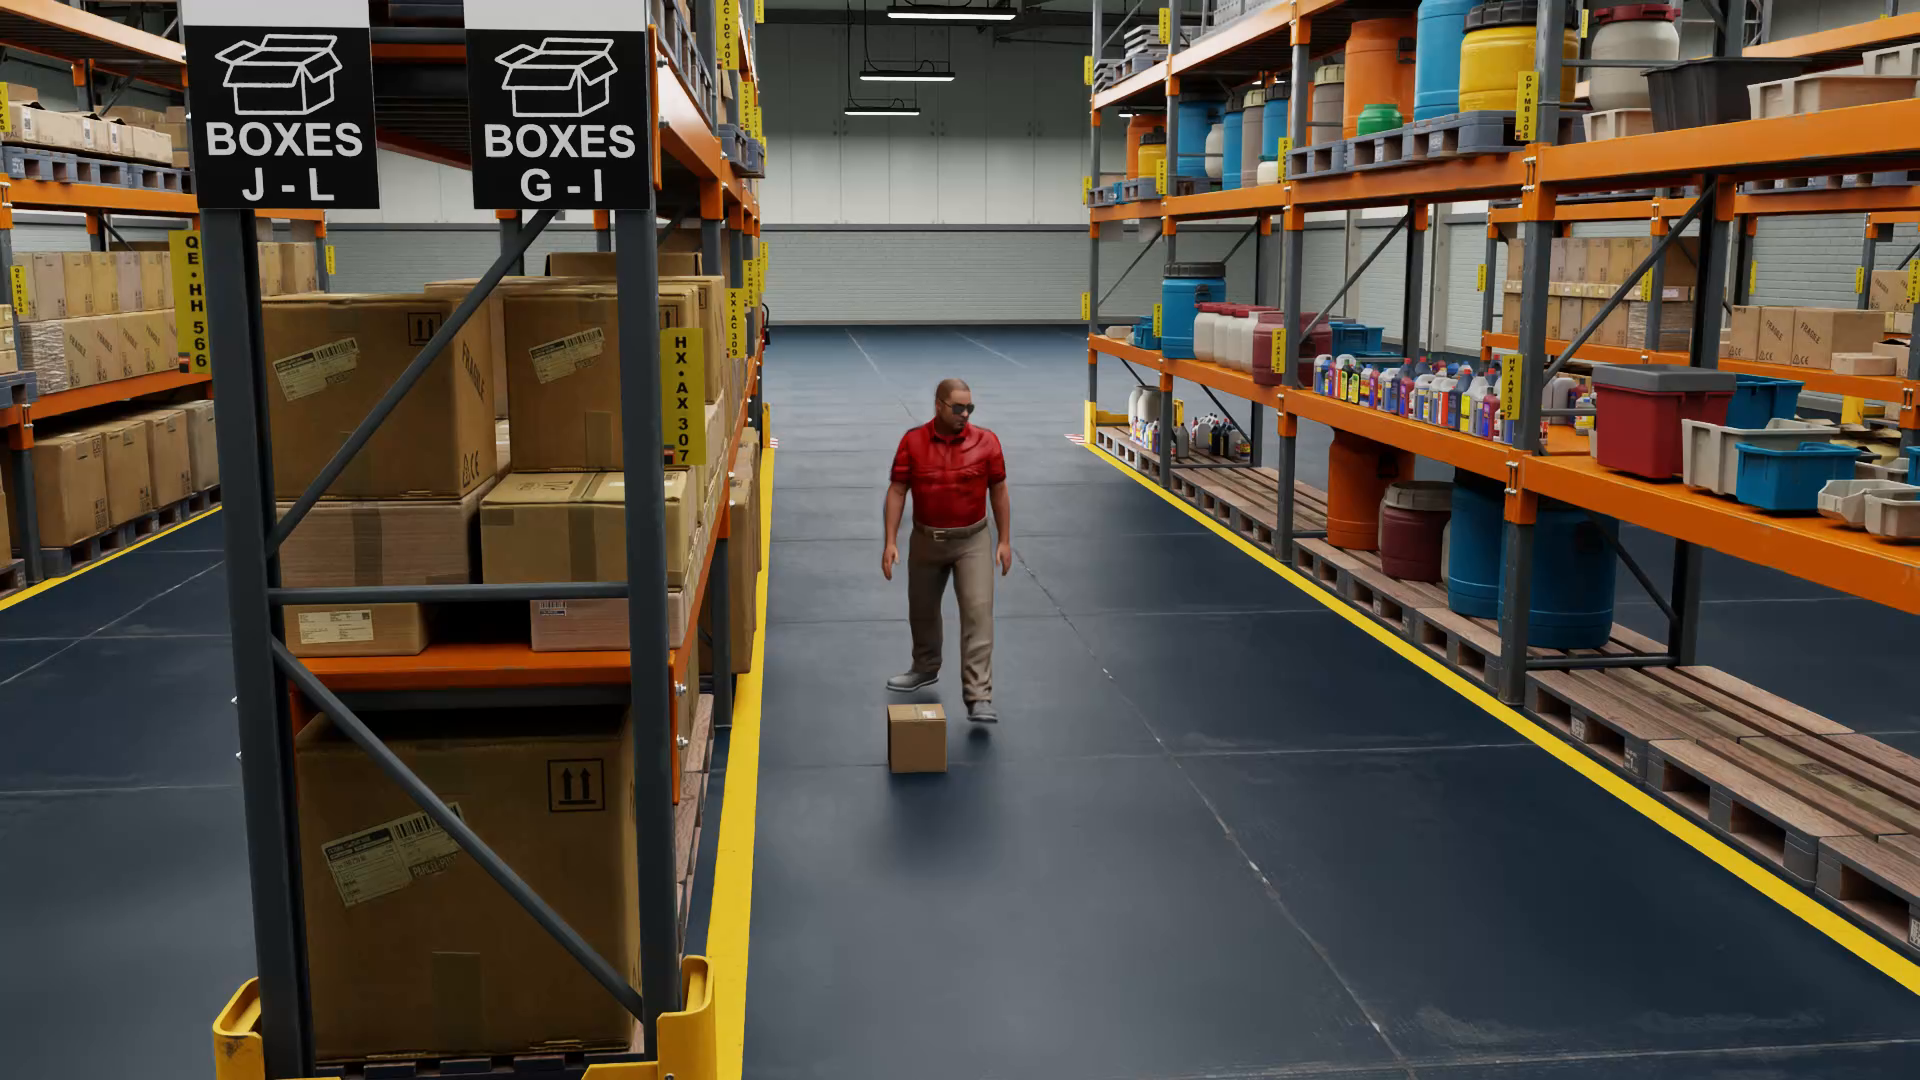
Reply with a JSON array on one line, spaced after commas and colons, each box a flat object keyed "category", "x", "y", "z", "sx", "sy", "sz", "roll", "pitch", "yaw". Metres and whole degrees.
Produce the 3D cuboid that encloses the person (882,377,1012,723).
[{"category": "person", "x": -0.092, "y": 0.031, "z": 8.286, "sx": 0.687, "sy": 1.688, "sz": 0.913, "roll": 2, "pitch": 10, "yaw": 10}]
